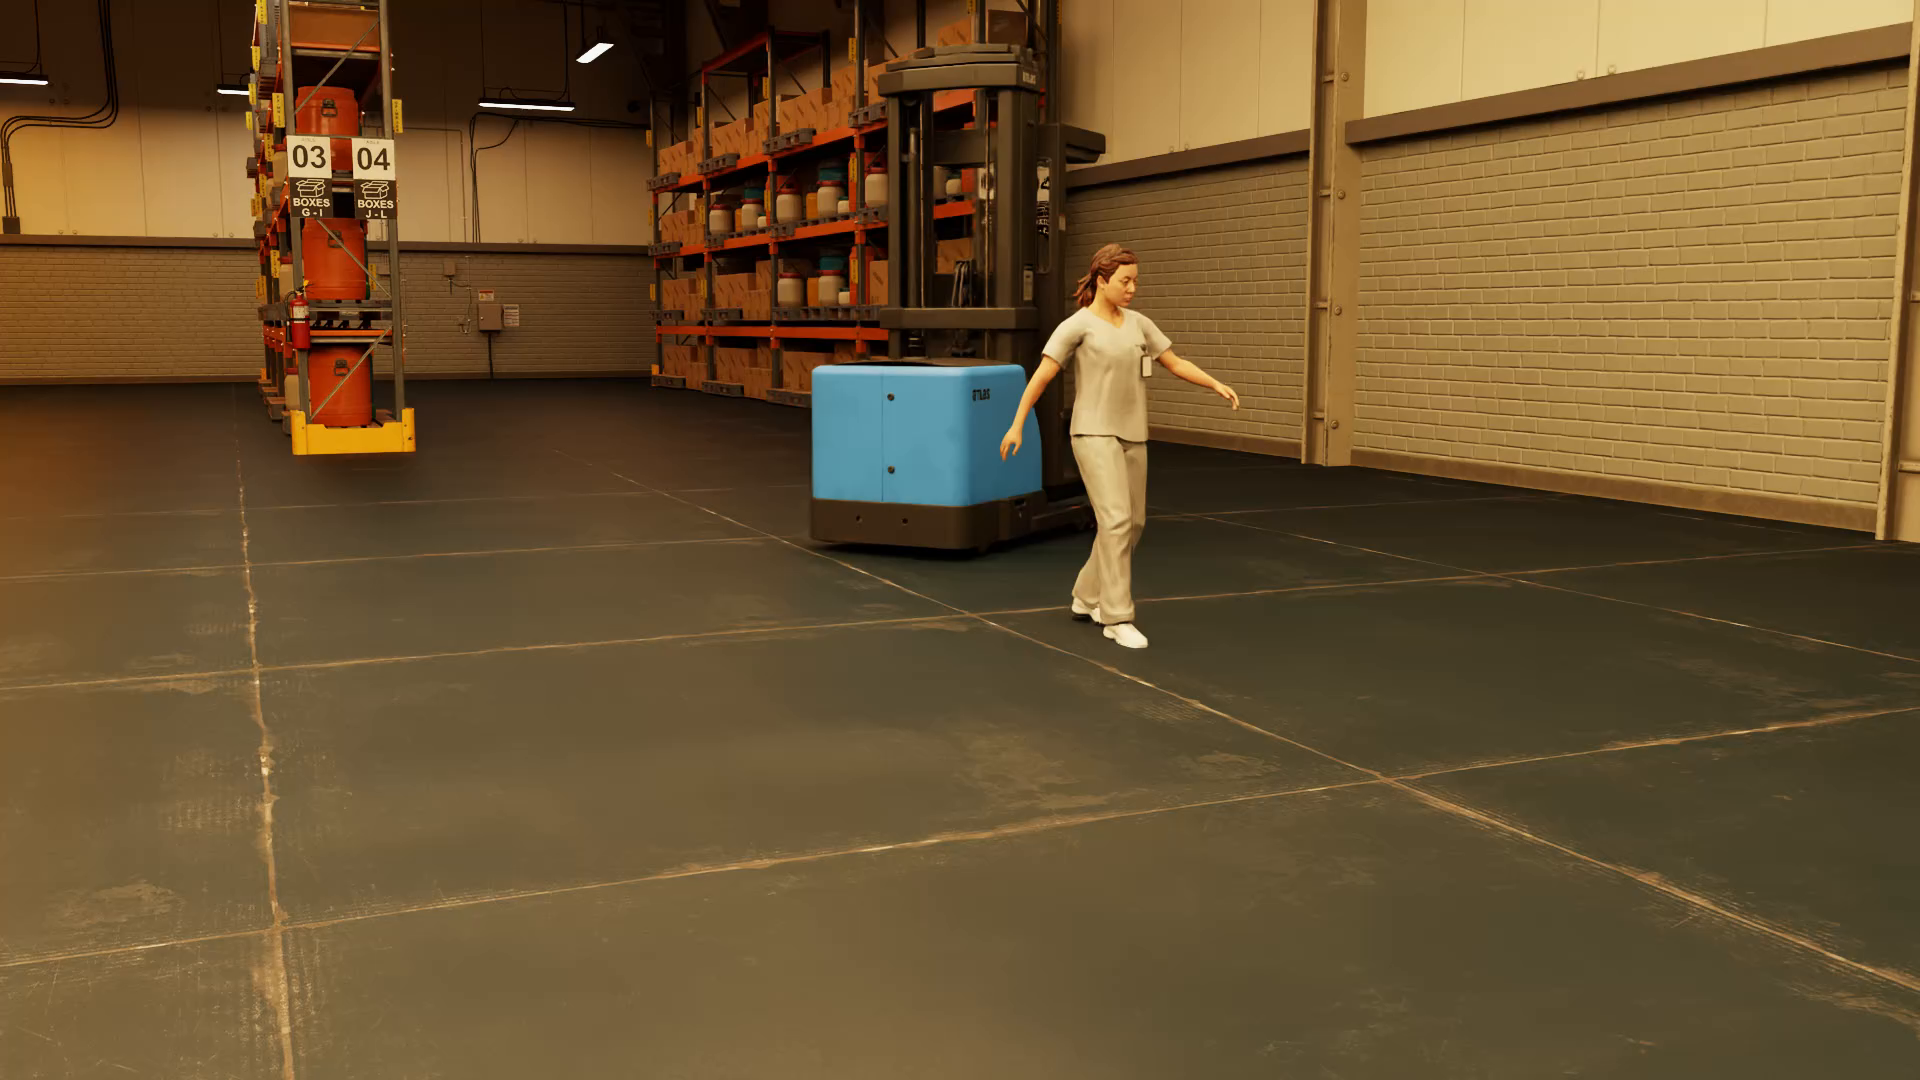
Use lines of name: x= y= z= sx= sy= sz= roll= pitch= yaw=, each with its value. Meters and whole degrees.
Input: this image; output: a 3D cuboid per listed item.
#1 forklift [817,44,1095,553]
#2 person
forklift: x=0.200 y=-1.534 z=10.578 sx=1.130 sy=2.935 sz=3.031 roll=3 pitch=8 yaw=22
person: x=0.649 y=-0.415 z=7.013 sx=0.823 sy=1.659 sz=0.720 roll=-5 pitch=9 yaw=-35
